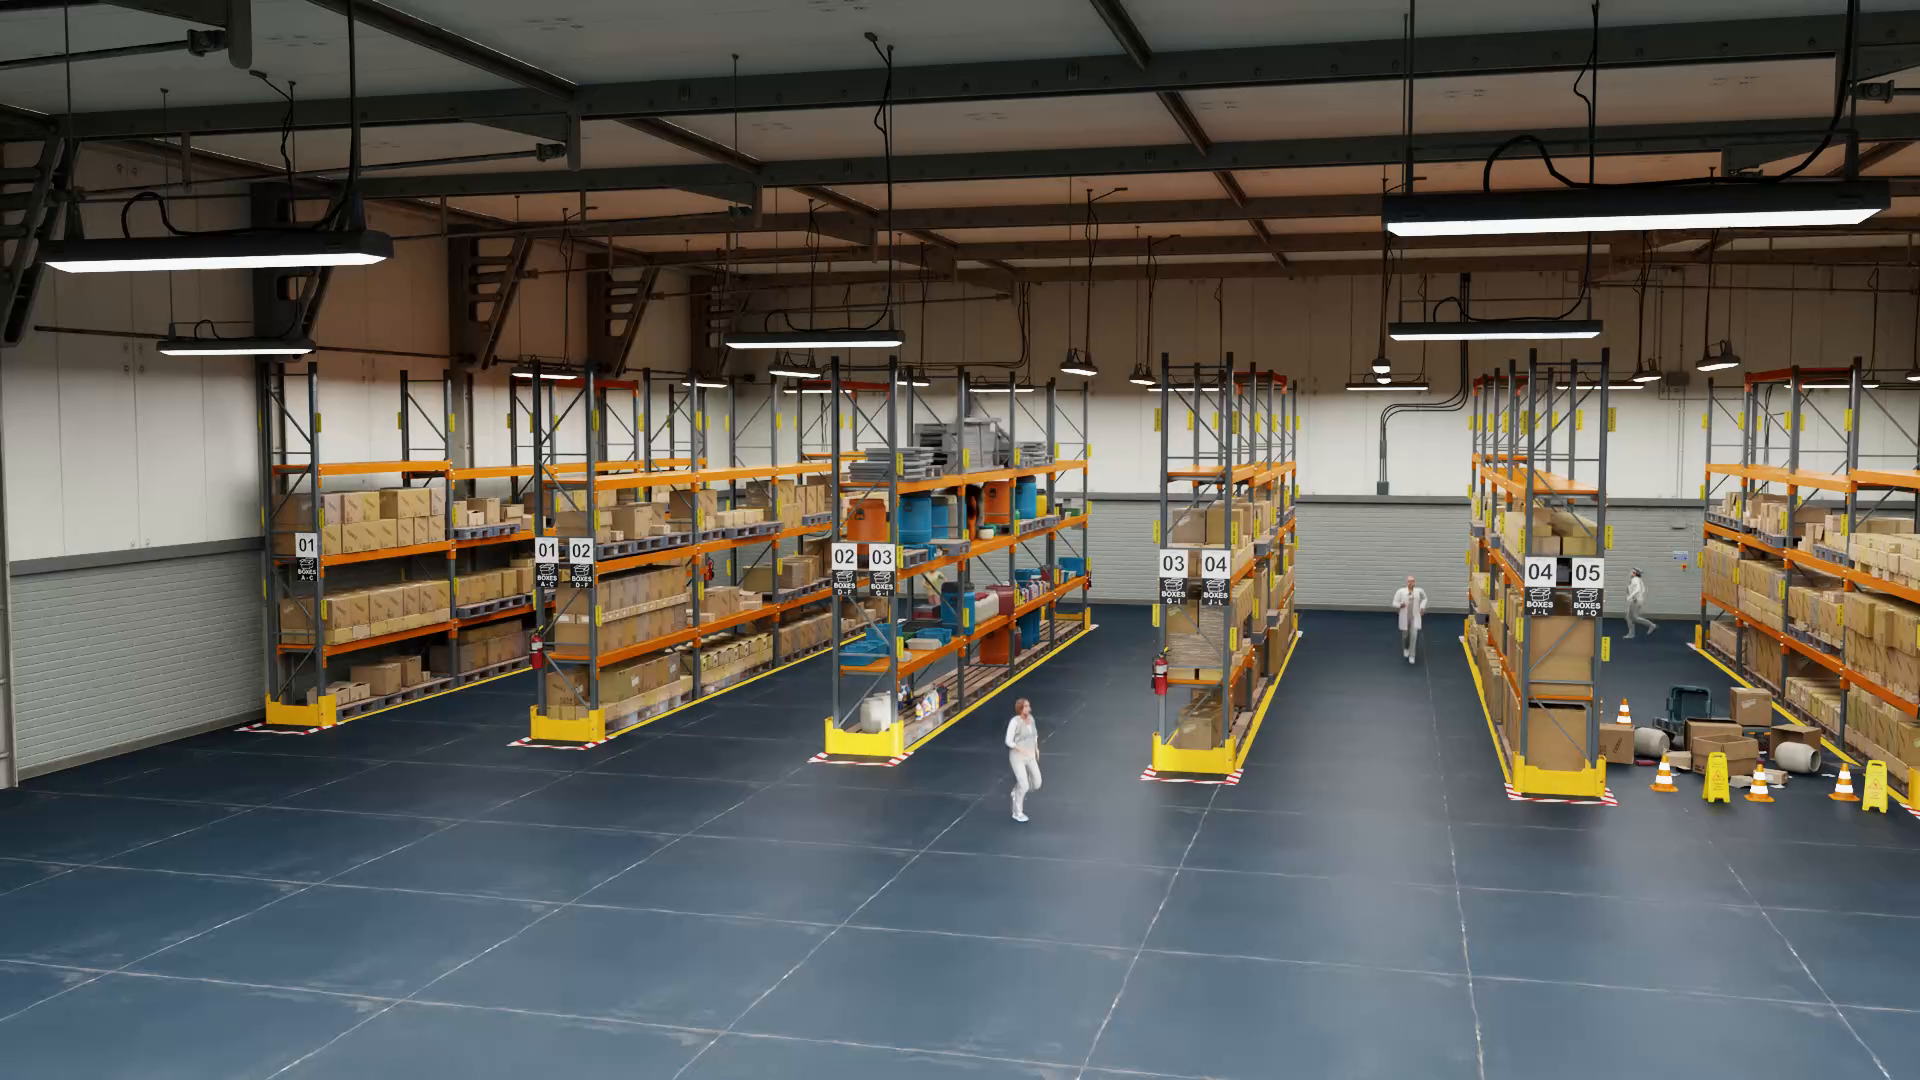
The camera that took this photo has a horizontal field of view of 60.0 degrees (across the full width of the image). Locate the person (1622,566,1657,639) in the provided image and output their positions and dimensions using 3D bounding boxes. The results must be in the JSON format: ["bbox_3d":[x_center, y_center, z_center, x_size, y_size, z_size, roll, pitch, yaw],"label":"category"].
[{"bbox_3d":[15.749,1.465,38.496,0.740,1.711,0.618,2,4,26],"label":"person"}]

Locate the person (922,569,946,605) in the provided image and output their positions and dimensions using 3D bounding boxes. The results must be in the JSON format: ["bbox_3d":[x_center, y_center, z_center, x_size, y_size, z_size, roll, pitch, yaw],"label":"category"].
[{"bbox_3d":[-0.643,1.344,40.388,0.537,1.662,0.648,1,4,10],"label":"person"}]

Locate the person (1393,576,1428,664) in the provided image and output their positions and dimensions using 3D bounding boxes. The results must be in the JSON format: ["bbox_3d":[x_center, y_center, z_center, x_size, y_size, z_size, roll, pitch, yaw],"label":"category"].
[{"bbox_3d":[9.399,1.641,34.727,0.707,1.768,1.051,1,4,14],"label":"person"}]

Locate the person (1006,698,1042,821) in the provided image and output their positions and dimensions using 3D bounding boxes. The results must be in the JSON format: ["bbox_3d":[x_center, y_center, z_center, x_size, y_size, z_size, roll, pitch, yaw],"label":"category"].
[{"bbox_3d":[0.810,2.759,20.911,0.582,1.543,0.567,-4,5,-41],"label":"person"}]
